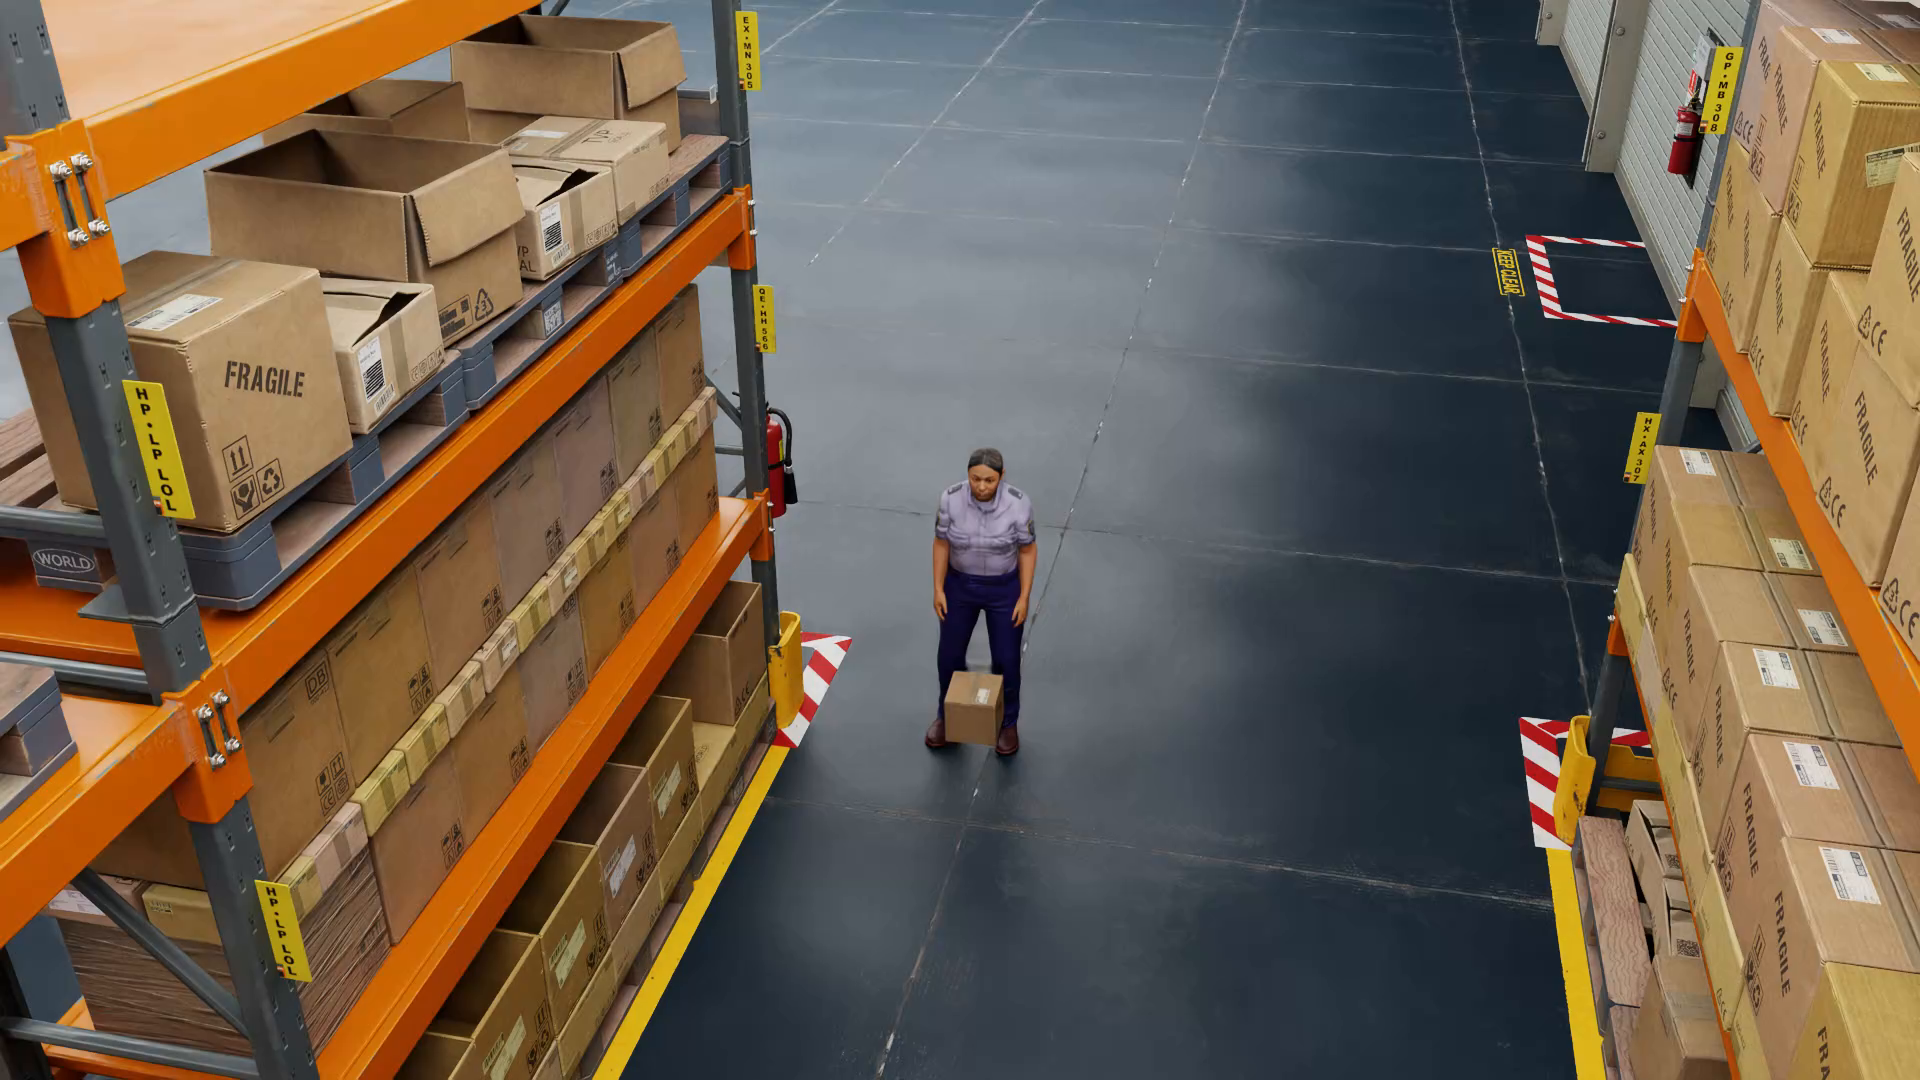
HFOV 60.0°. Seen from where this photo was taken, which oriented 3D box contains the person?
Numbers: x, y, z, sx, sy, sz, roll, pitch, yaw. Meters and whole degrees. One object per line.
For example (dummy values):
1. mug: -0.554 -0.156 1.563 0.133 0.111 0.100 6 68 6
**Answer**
1. person: 0.104 0.267 8.135 0.532 1.654 0.372 5 29 9
